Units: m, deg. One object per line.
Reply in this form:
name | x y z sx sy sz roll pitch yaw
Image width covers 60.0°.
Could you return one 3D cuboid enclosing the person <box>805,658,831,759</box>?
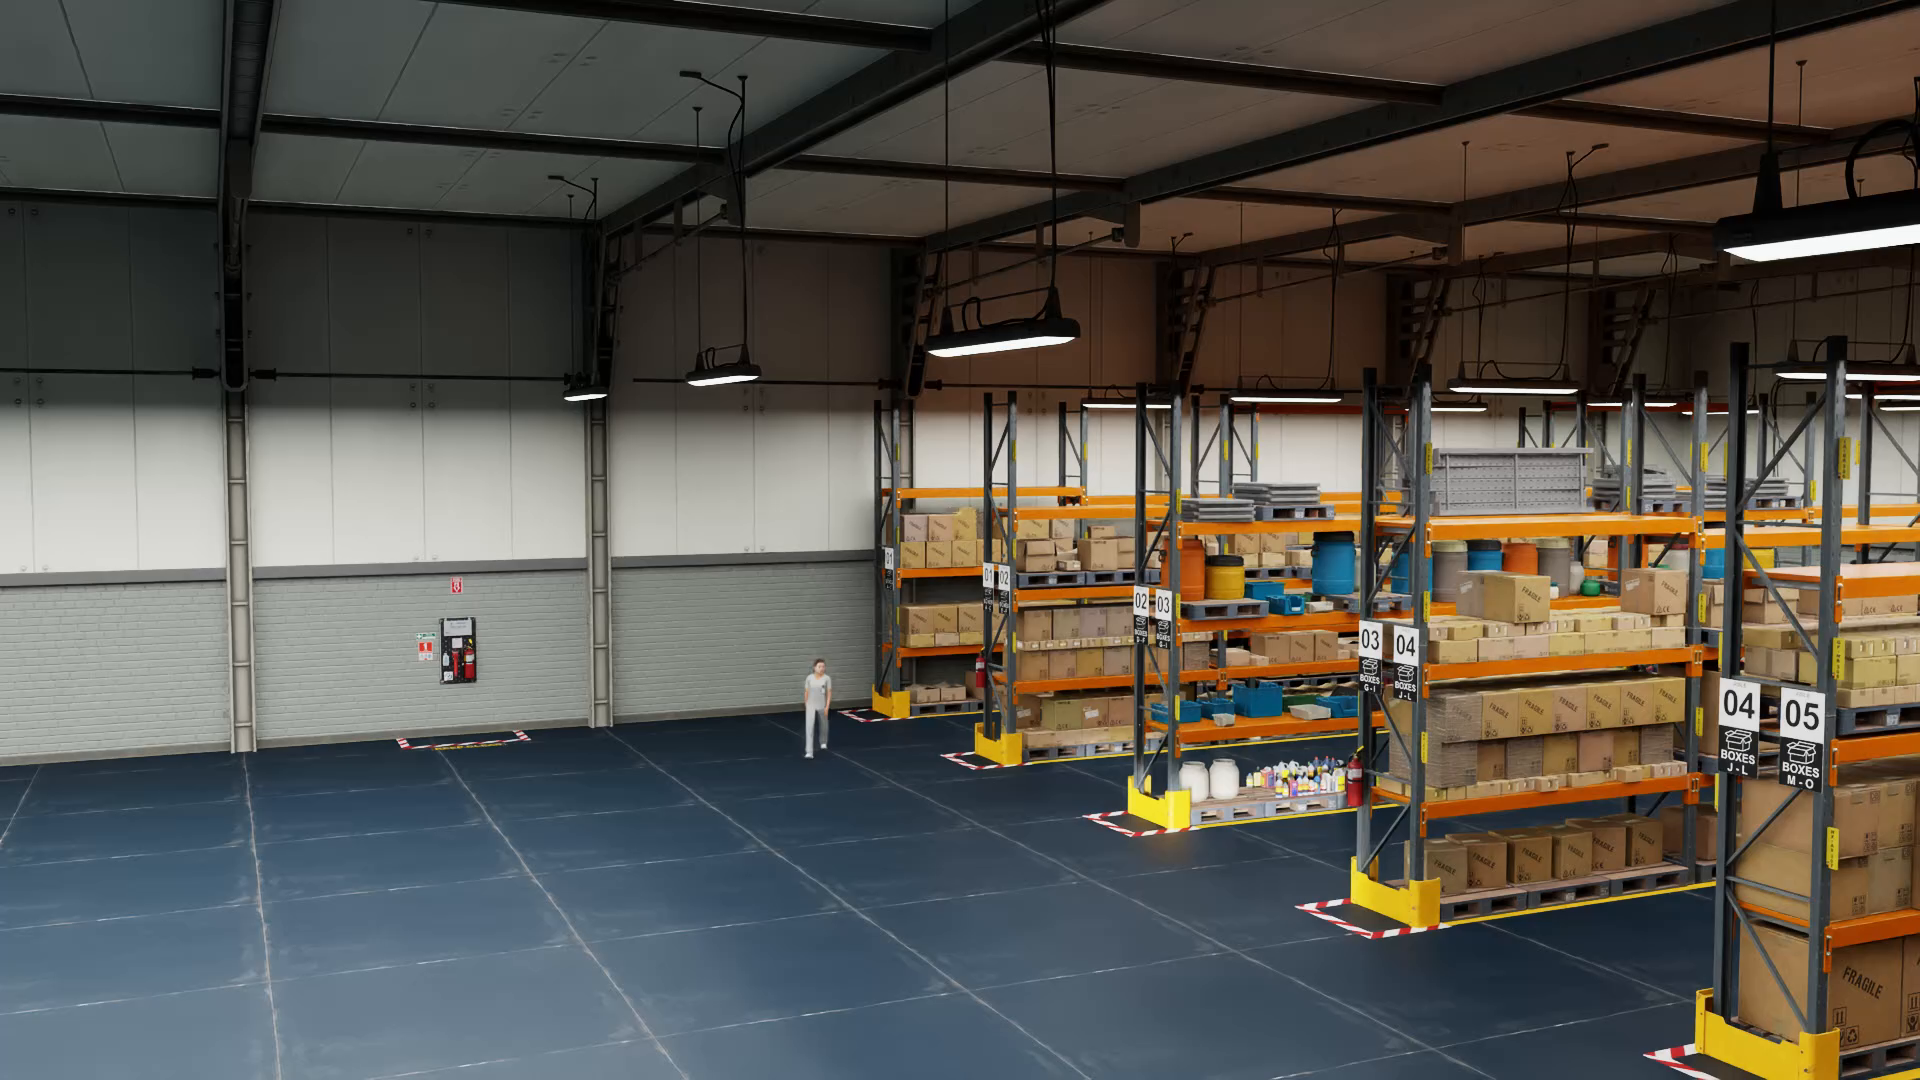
person | -2.370 2.763 27.529 0.485 1.614 1.043 -1 3 -11
